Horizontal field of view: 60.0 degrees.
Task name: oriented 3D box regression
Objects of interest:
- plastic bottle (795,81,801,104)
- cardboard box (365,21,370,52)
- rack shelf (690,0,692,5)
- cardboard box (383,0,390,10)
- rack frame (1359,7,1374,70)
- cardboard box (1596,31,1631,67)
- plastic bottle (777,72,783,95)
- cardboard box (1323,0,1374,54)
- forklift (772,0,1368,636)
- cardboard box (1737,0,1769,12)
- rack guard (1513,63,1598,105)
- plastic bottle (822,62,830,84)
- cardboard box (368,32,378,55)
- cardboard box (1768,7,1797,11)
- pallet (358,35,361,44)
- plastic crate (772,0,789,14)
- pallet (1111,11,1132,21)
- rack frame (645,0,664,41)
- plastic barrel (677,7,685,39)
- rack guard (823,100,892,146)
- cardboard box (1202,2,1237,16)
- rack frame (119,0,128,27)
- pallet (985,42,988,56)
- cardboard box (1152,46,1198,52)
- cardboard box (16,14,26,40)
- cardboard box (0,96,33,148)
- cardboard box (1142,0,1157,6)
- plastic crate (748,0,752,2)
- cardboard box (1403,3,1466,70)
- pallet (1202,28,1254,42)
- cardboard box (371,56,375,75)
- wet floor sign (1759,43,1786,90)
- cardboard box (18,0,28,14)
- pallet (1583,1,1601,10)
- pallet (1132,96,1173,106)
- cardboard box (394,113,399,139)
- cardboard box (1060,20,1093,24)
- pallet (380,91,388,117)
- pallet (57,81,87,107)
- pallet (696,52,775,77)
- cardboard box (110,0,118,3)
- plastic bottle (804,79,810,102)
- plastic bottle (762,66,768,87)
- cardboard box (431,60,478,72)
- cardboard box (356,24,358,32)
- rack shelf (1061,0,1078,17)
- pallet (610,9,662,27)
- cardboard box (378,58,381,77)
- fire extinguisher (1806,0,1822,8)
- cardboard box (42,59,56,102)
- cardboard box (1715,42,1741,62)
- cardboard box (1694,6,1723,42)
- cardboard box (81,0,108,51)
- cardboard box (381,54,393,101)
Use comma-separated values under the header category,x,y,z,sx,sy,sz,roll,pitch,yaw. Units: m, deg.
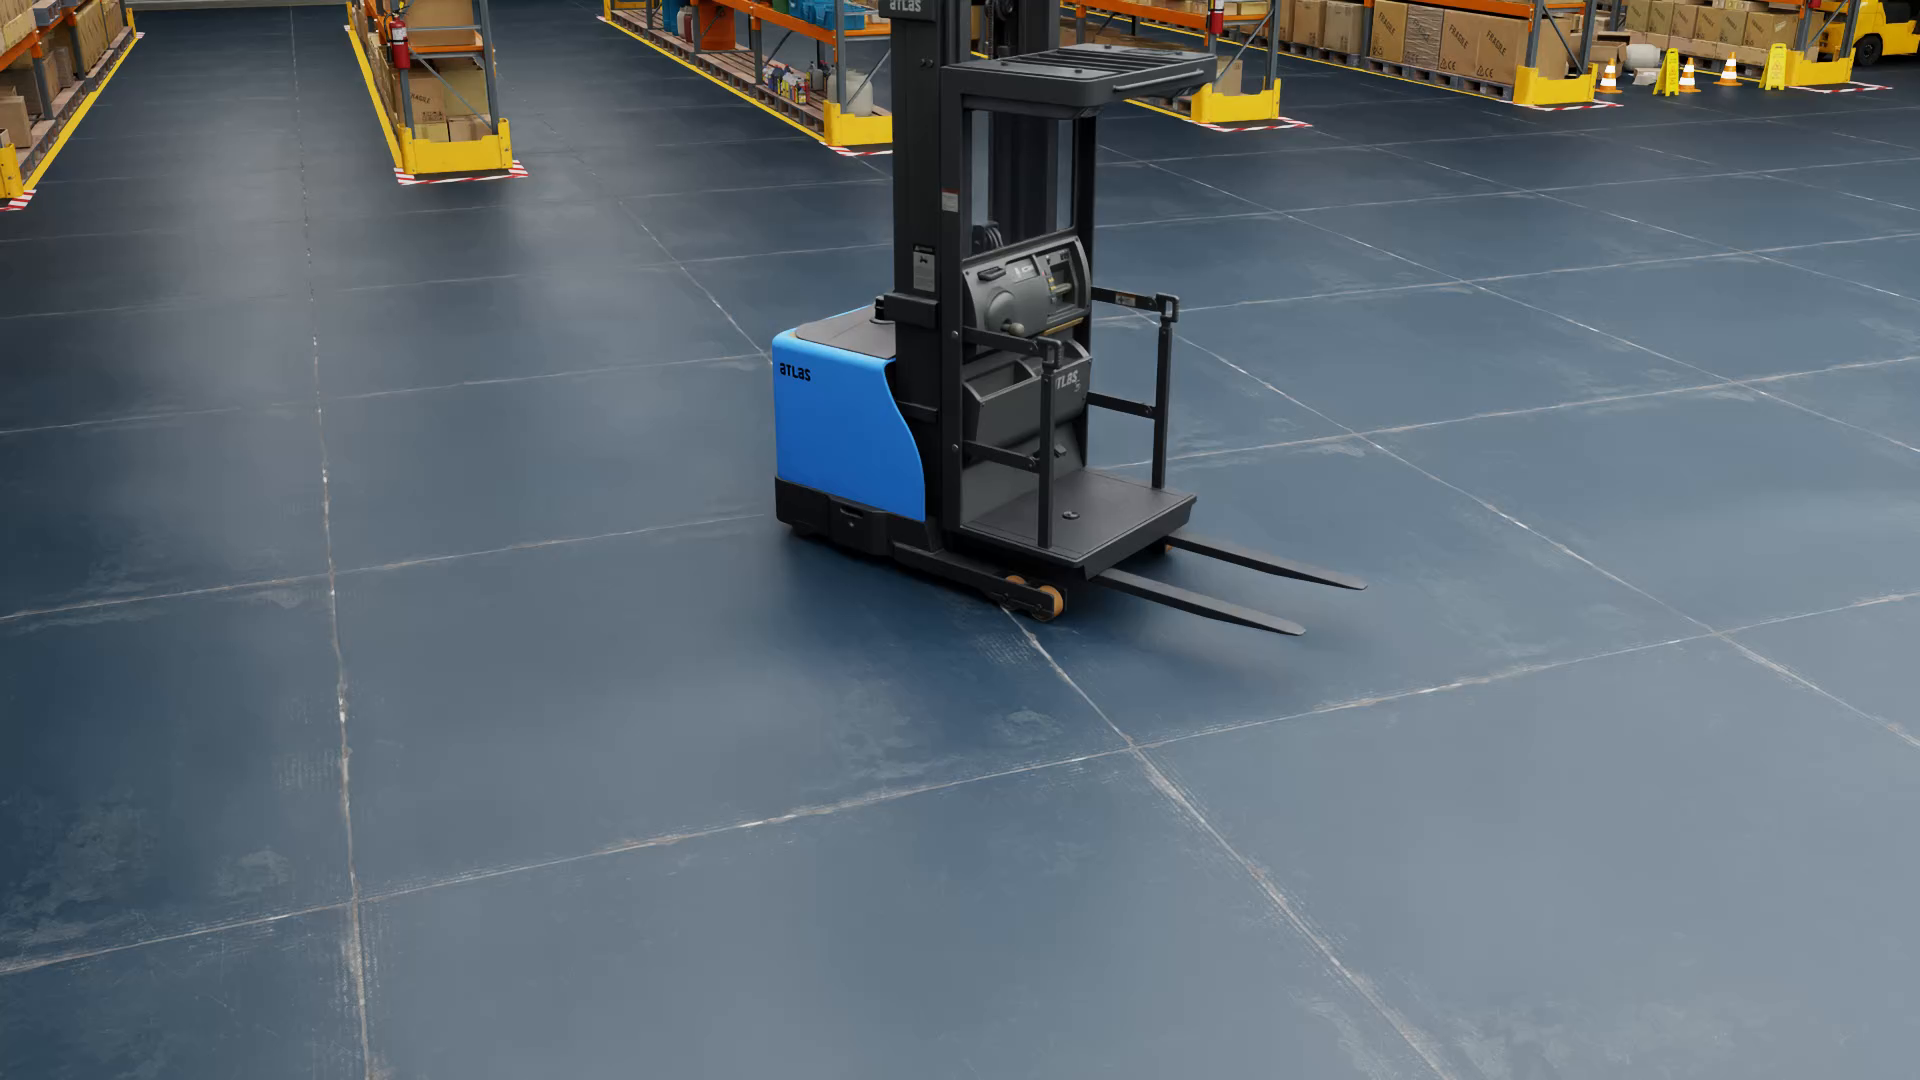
category,x,y,z,sx,sy,sz,roll,pitch,yaw
plastic bottle,-2.105,-5.824,21.638,0.061,0.283,0.133,-8,24,-18
cardboard box,-9.182,-8.001,26.524,0.500,0.500,0.500,-9,25,-21
rack shelf,-4.520,-9.528,28.421,1.077,0.370,4.000,-8,24,-19
cardboard box,-7.518,-7.234,22.223,0.396,0.266,0.258,-9,24,-20
rack frame,6.909,-9.003,26.248,1.000,3.000,0.127,-8,24,-19
cardboard box,10.609,-7.992,27.065,0.500,0.500,0.500,8,24,18
plastic bottle,-2.418,-6.146,22.401,0.061,0.283,0.133,-7,24,-17
cardboard box,6.605,-8.373,27.110,1.050,0.750,0.750,-8,24,-19
forklift,0.492,-1.200,7.822,3.031,2.935,1.130,17,28,35
cardboard box,12.197,-8.216,25.580,0.380,0.149,0.250,-8,24,-17
rack guard,8.330,-6.389,23.265,1.175,0.500,0.348,-8,24,-19
plastic bottle,-1.836,-6.397,22.911,0.144,0.351,0.185,-10,25,-22
cardboard box,-8.539,-7.409,24.744,0.500,0.311,0.500,-7,24,-17
cardboard box,12.693,-8.066,26.060,0.500,0.500,0.500,-9,25,-21
pallet,-10.539,-9.317,30.583,1.003,0.211,1.213,-8,24,-19
plastic crate,-2.185,-7.050,21.887,0.450,0.188,0.662,-8,24,-19
pallet,3.812,-10.864,34.254,1.003,0.211,1.213,-8,24,-19
rack frame,-5.227,-10.586,30.005,1.000,3.000,0.127,-8,24,-19
plastic barrel,-4.685,-8.959,28.806,0.421,0.512,0.421,0,23,0
rack guard,-1.059,-5.095,20.196,1.175,0.500,0.348,-8,24,-19
cardboard box,3.352,-6.865,21.500,0.380,0.149,0.250,-8,24,-19
rack frame,-15.908,-10.680,30.228,1.000,3.000,0.127,-8,24,-19
pallet,1.094,-8.243,28.037,1.003,0.211,1.213,-8,24,-19
cardboard box,2.994,-6.619,23.270,0.500,0.500,0.500,-6,24,-14
cardboard box,-10.858,-5.767,18.738,0.500,0.250,0.500,-8,24,-19
cardboard box,-10.830,-4.662,18.601,0.700,0.500,0.500,-10,25,-22
cardboard box,2.724,-7.396,22.759,0.380,0.149,0.250,-8,24,-19
plastic crate,-2.858,-7.843,23.414,0.402,0.464,0.583,-8,24,-19
cardboard box,7.387,-7.652,25.239,0.875,0.875,0.875,-8,24,-19
pallet,5.221,-9.456,30.912,1.003,0.211,1.213,-8,24,-19
cardboard box,-8.360,-6.968,24.420,0.500,0.250,0.500,-9,24,-20
wet floor sign,11.983,-6.965,24.444,0.267,0.644,0.232,0,23,-1
cardboard box,-11.031,-6.296,19.028,0.500,0.500,0.500,-8,24,-19
pallet,13.643,-11.733,36.315,1.003,0.211,1.213,-8,24,-19
pallet,2.938,-6.391,23.641,1.003,0.211,1.213,-8,24,-19
cardboard box,-6.277,-4.809,19.297,0.500,0.250,0.500,-8,24,-19
cardboard box,1.687,-8.015,26.557,0.700,0.500,0.500,-11,25,-24
pallet,-7.333,-5.979,22.663,1.003,0.211,1.213,-8,24,-19
pallet,-12.807,-6.205,23.199,1.003,0.211,1.213,-8,24,-19
pallet,-3.576,-7.561,26.418,1.003,0.211,1.213,-8,24,-19
cardboard box,-15.261,-9.666,29.664,0.380,0.149,0.250,-8,24,-18
plastic bottle,-2.011,-5.895,21.804,0.061,0.283,0.133,-8,24,-19
plastic bottle,-2.698,-6.449,23.135,0.097,0.271,0.097,0,23,0
cardboard box,-5.971,-5.407,19.750,0.500,0.500,0.500,-8,24,-19
cardboard box,-10.517,-9.093,29.567,0.380,0.149,0.250,-8,24,-19
rack shelf,1.526,-8.754,26.585,1.077,0.370,4.000,-8,24,-19
pallet,-6.385,-10.450,33.271,1.003,0.211,1.213,-8,24,-19
cardboard box,-7.447,-6.294,22.099,0.500,0.311,0.500,-8,24,-19
fire extinguisher,12.526,-8.125,24.265,0.296,0.674,0.183,-8,24,-19
cardboard box,-12.317,-6.008,21.795,0.700,0.500,0.500,-8,24,-18
cardboard box,12.204,-7.638,26.009,0.500,0.250,0.500,-8,24,-19
cardboard box,12.031,-8.166,26.297,0.500,0.500,0.500,-9,24,-20
cardboard box,-14.144,-8.212,26.598,0.750,0.750,0.750,-8,24,-18
cardboard box,-6.812,-5.699,20.442,0.500,0.500,0.500,-8,24,-19
